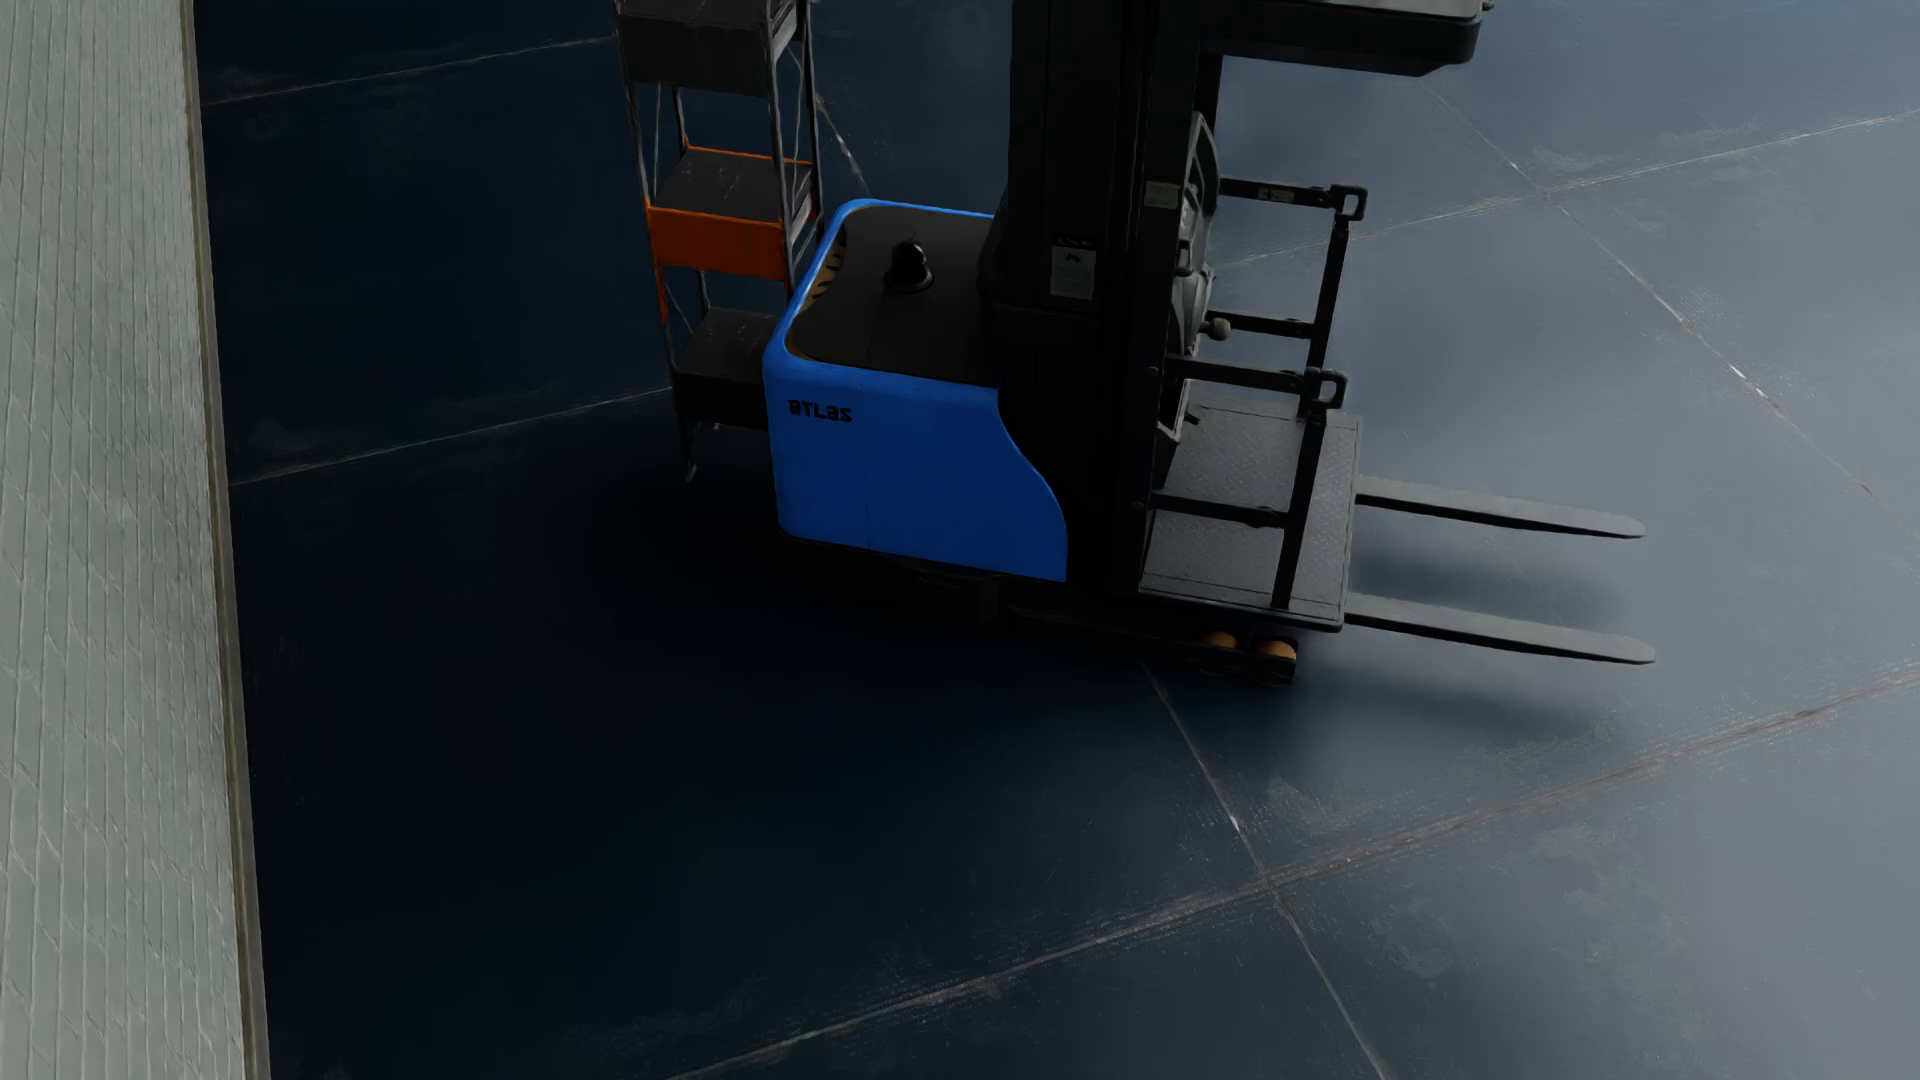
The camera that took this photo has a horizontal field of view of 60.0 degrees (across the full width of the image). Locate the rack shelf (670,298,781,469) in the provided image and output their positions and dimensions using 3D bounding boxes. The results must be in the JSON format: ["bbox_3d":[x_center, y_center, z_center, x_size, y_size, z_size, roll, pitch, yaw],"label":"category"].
[{"bbox_3d":[-0.776,-0.560,6.333,0.480,0.518,0.431,9,46,9],"label":"rack shelf"}]

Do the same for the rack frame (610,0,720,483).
[{"bbox_3d":[-1.013,-1.103,5.867,0.015,2.100,0.400,9,46,9],"label":"rack frame"}]

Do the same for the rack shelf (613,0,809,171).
[{"bbox_3d":[-0.776,-1.548,5.342,0.480,0.518,0.431,9,46,9],"label":"rack shelf"}]

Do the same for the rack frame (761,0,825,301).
[{"bbox_3d":[-0.538,-1.024,5.789,0.015,2.100,0.400,9,46,9],"label":"rack frame"}]

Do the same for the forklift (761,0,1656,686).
[{"bbox_3d":[0.917,-0.947,5.125,3.031,2.935,1.130,9,46,9],"label":"forklift"}]

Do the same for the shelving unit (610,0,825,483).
[{"bbox_3d":[-0.776,-1.064,5.828,0.503,2.100,0.431,9,46,9],"label":"shelving unit"}]

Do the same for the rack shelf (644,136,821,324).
[{"bbox_3d":[-0.776,-1.054,5.838,0.480,0.518,0.431,9,46,9],"label":"rack shelf"}]
